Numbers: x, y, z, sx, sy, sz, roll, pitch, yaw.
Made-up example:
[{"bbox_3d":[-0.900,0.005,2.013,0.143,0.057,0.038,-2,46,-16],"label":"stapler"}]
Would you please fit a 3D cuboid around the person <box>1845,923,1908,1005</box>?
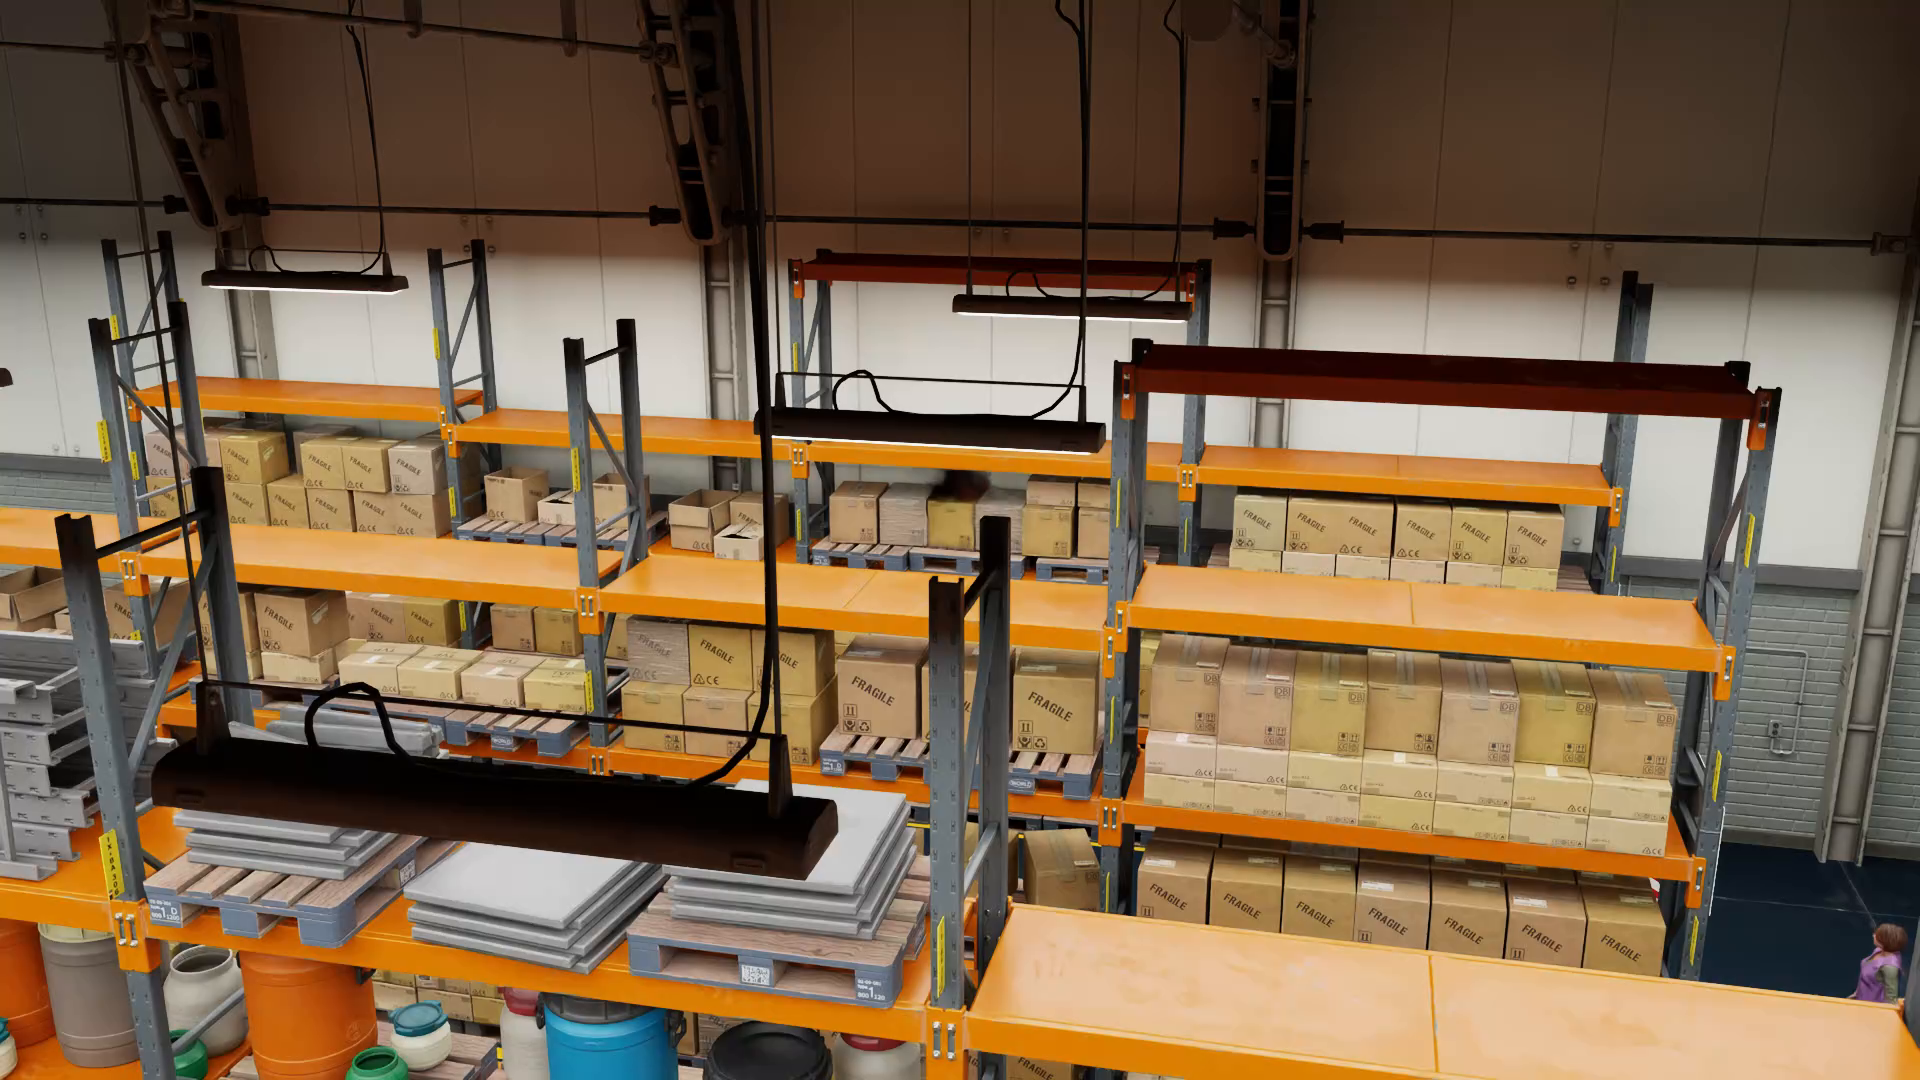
[{"bbox_3d":[7.161,3.679,12.983,0.937,1.552,0.452,5,17,15],"label":"person"}]
